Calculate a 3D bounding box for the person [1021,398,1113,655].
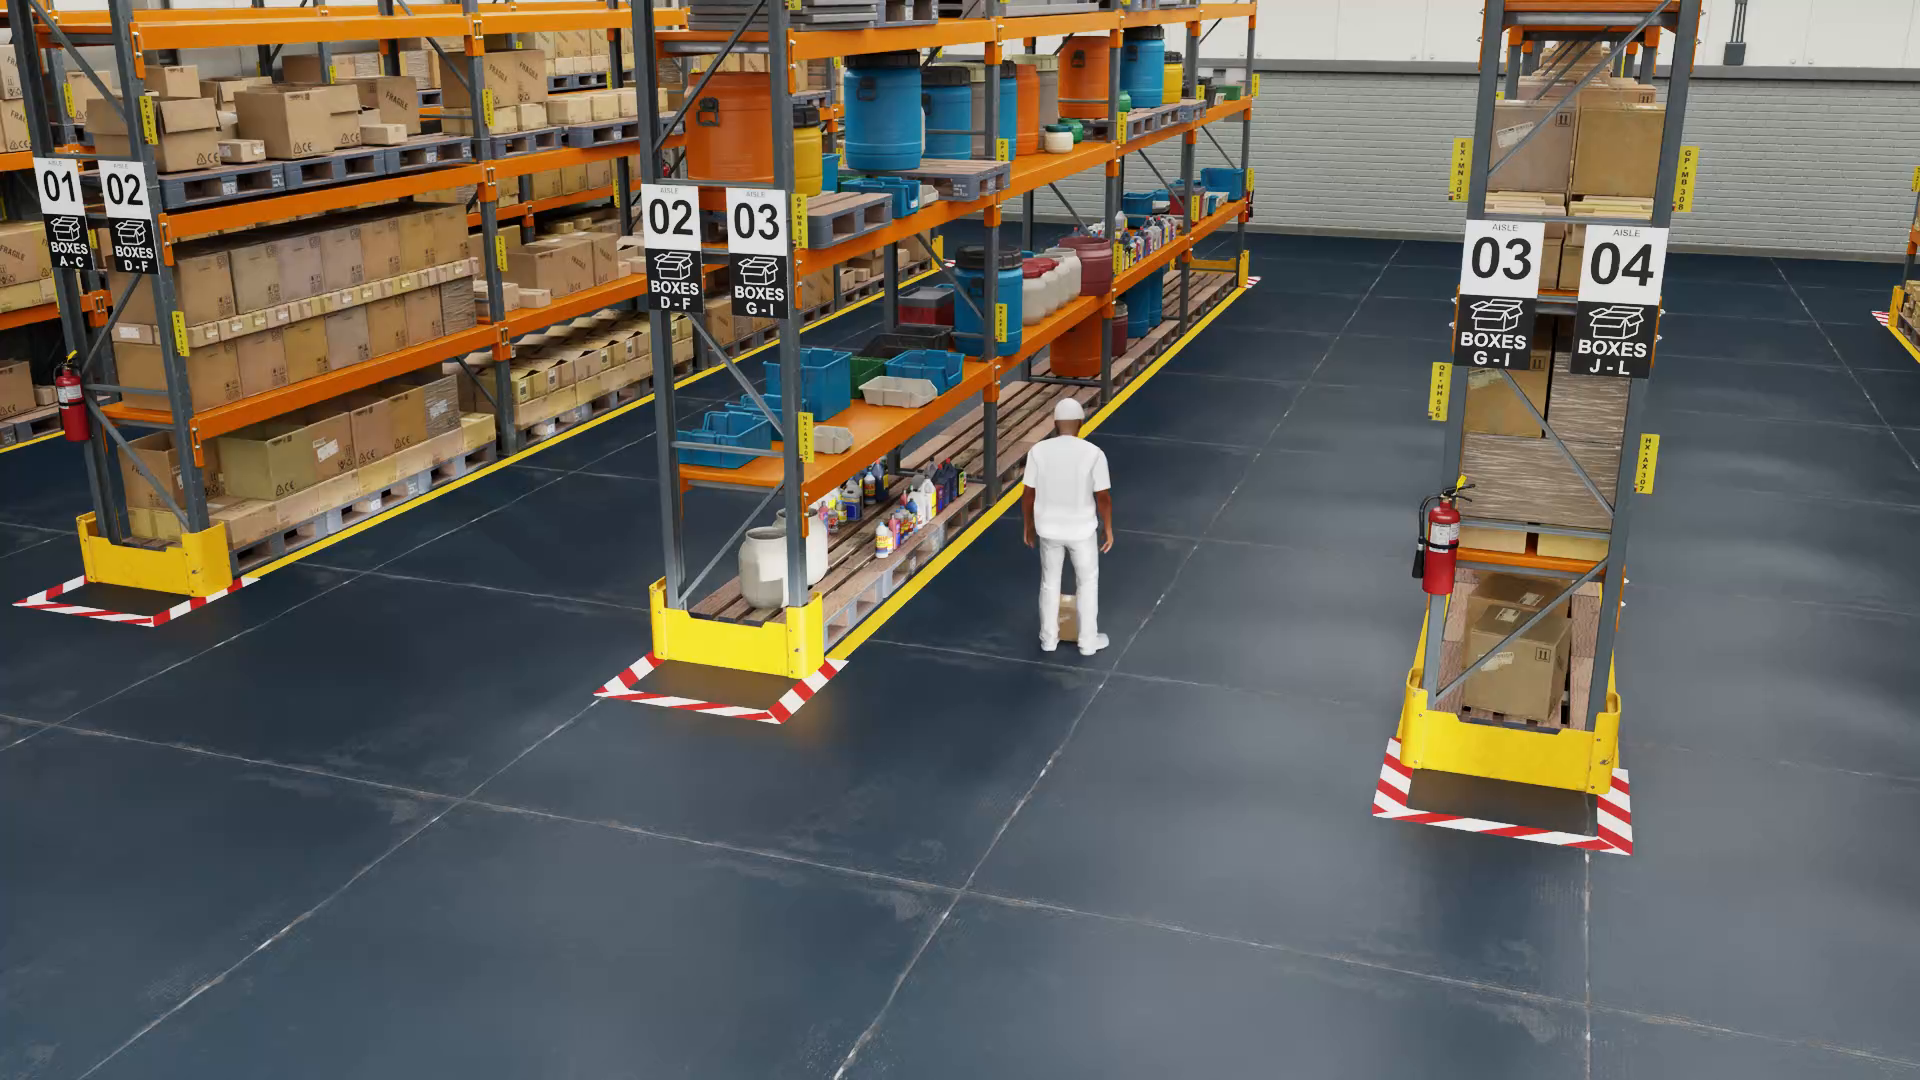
[{"bbox_3d":[0.733,-0.091,11.308,0.626,1.759,0.463,5,19,16],"label":"person"}]
